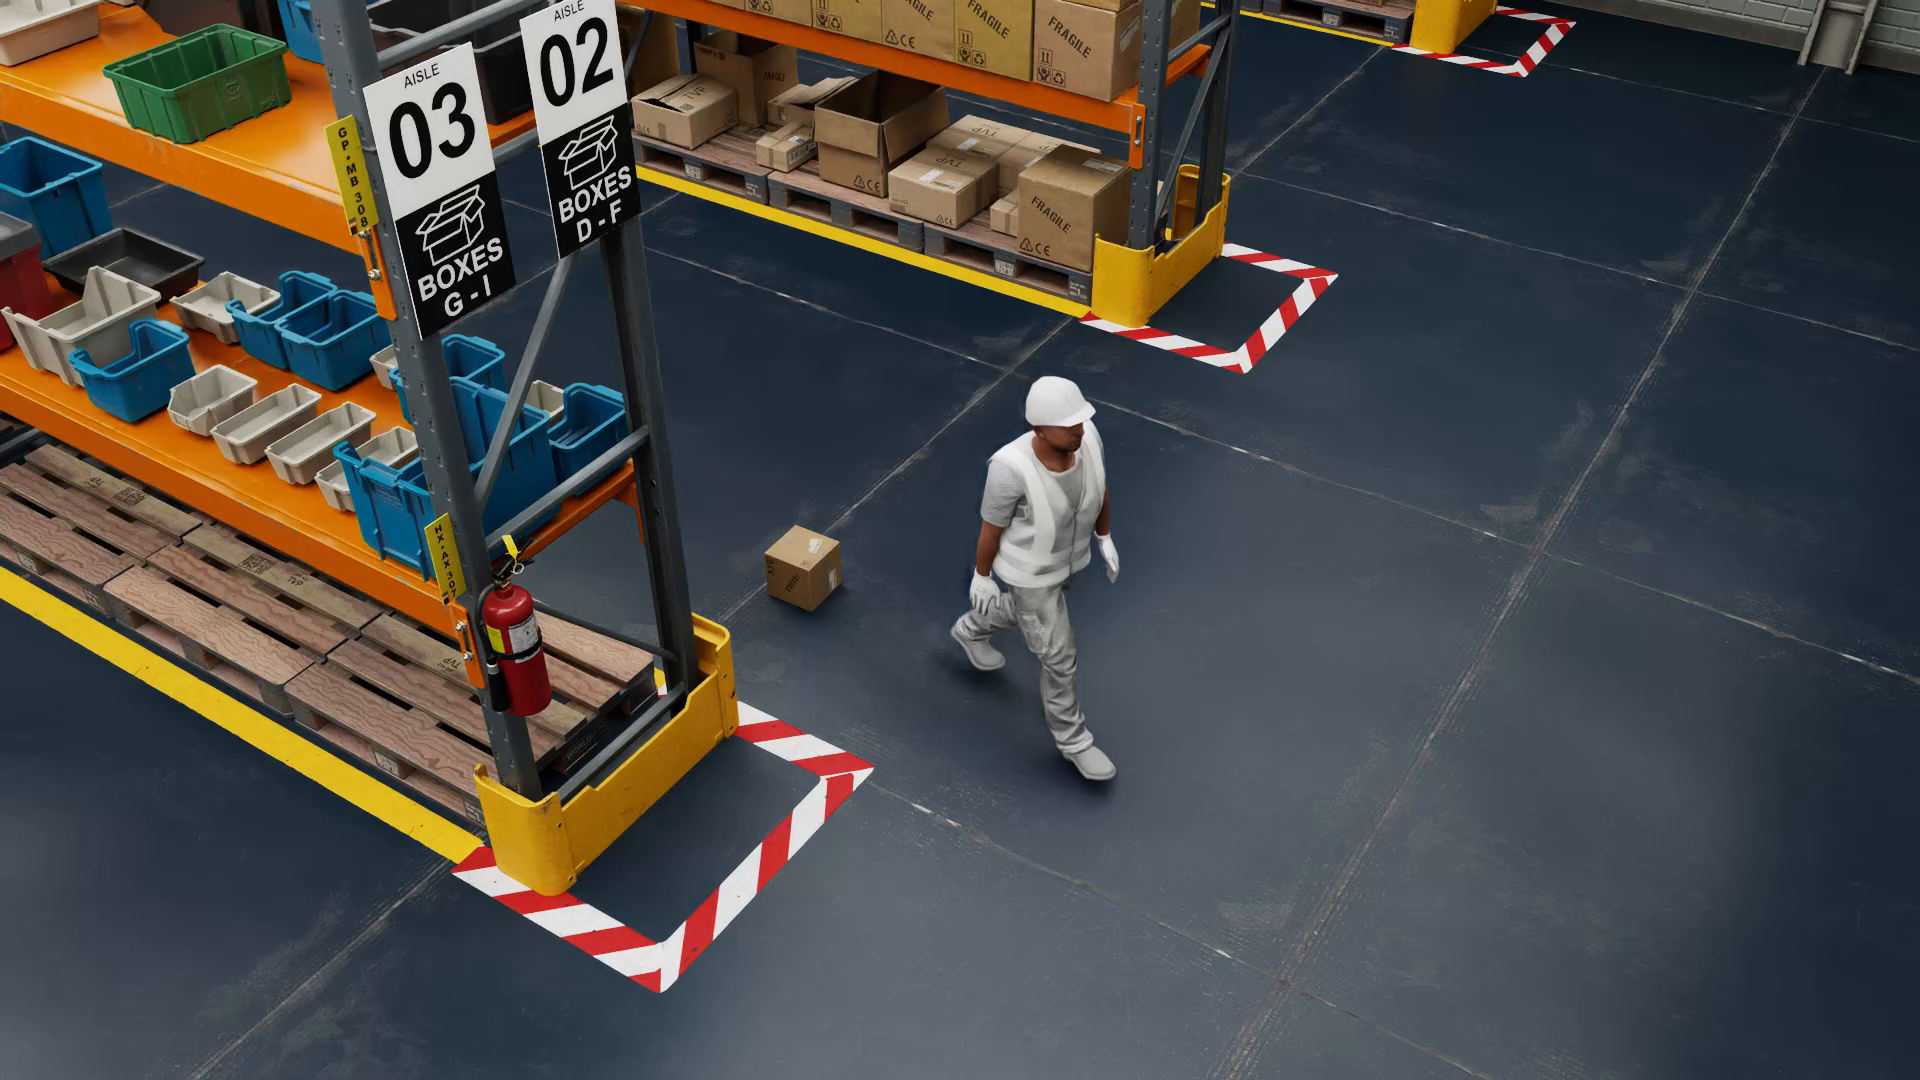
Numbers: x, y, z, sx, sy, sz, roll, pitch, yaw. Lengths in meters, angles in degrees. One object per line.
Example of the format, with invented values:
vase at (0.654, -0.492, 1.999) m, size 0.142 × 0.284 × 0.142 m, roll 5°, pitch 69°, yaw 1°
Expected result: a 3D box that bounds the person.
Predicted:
person at (0.320, 0.063, 6.595) m, size 1.044 × 1.745 × 0.583 m, roll 31°, pitch 48°, yaw 34°
